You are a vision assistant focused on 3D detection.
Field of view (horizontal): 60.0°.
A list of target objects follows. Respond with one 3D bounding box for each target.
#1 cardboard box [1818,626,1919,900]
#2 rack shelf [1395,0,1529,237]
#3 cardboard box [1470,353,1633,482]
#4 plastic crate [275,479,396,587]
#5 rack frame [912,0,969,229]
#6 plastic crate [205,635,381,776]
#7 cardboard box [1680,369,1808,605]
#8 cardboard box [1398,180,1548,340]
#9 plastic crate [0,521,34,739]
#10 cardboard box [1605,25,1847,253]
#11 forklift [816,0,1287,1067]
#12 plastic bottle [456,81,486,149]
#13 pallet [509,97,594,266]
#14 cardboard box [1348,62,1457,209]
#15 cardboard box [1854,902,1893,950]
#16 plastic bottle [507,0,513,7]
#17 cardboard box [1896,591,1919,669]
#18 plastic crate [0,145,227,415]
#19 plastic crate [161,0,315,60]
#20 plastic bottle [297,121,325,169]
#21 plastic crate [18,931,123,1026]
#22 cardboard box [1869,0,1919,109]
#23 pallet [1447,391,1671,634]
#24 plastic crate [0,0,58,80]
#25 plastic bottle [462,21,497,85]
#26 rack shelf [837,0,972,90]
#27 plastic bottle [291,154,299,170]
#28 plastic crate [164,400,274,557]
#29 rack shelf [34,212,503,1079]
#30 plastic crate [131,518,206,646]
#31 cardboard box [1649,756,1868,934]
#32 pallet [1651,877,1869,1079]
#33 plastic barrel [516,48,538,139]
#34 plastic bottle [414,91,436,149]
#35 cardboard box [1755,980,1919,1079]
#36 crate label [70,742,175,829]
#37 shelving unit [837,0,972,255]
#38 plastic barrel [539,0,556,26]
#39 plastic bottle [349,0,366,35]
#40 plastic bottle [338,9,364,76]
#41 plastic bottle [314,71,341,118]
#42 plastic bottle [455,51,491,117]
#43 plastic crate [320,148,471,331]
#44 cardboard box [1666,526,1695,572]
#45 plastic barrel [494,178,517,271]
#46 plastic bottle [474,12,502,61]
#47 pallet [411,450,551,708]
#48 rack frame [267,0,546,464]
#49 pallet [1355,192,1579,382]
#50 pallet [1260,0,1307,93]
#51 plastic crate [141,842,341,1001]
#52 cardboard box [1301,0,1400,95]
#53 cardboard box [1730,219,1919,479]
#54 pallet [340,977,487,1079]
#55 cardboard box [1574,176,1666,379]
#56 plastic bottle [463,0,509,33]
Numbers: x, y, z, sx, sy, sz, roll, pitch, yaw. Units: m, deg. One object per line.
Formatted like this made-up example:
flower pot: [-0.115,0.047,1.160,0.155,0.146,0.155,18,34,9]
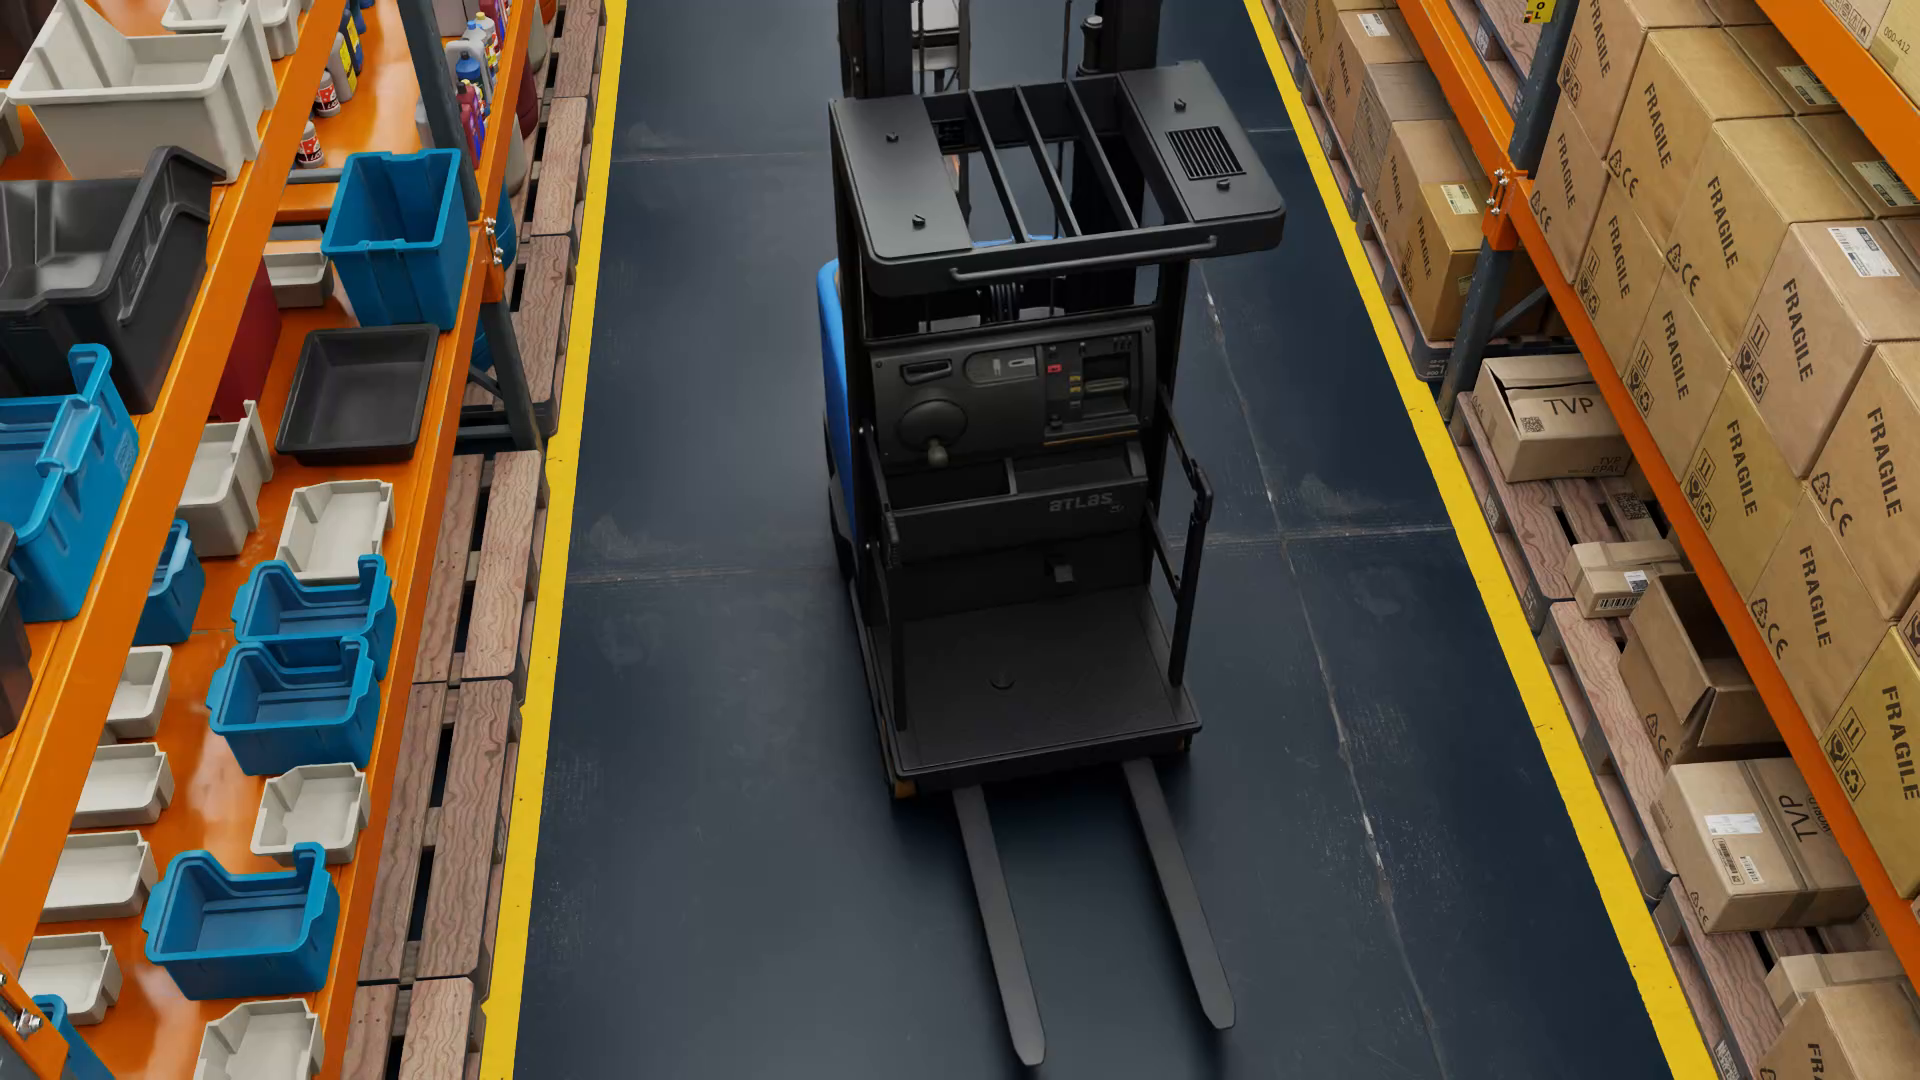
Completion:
cardboard box: [2.619,0.553,4.228,0.500,0.500,0.500,-3,47,-3]
rack shelf: [2.473,-2.824,7.990,1.077,0.370,4.000,-3,47,-3]
cardboard box: [2.460,-0.534,6.875,0.500,0.311,0.500,-3,47,-3]
plastic crate: [-1.851,-0.014,4.974,0.293,0.136,0.466,-3,47,-3]
rack frame: [-0.166,-1.171,6.549,0.400,2.100,0.015,-8,47,-8]
plastic crate: [-1.764,0.454,4.465,0.416,0.233,0.300,-3,47,-3]
cardboard box: [2.541,-0.173,4.915,0.500,0.500,0.500,-4,47,-4]
cardboard box: [2.313,-1.255,7.428,0.500,0.500,0.500,-4,47,-4]
plastic crate: [-1.716,0.286,2.573,0.497,0.269,0.590,-3,47,-3]
cardboard box: [2.443,-1.271,5.267,0.500,0.500,0.500,-5,47,-5]
forklift: [0.225,-0.377,5.224,1.130,2.935,3.031,-8,47,-8]
plastic bottle: [-1.913,-1.673,6.486,0.061,0.283,0.133,-3,47,-3]
pallet: [-2.425,-1.812,8.458,1.003,0.211,1.213,-3,47,-3]
cardboard box: [2.239,-1.976,8.111,0.500,0.500,0.500,-3,47,-3]
cardboard box: [3.170,1.292,5.188,0.500,0.250,0.500,-3,47,-3]
plastic bottle: [-2.052,-2.479,7.254,0.152,0.276,0.135,-3,47,-3]
cardboard box: [2.620,0.221,3.854,0.500,0.500,0.500,-2,47,-2]
plastic crate: [-1.815,-0.564,3.331,0.504,0.338,0.767,-3,47,-3]
plastic crate: [-1.811,-1.369,4.233,0.293,0.136,0.466,-3,47,-3]
plastic bottle: [-2.529,-1.544,6.420,0.097,0.201,0.097,0,47,0]
plastic crate: [-2.210,1.059,3.958,0.396,0.136,0.243,-3,47,-3]
cardboard box: [2.558,-1.152,3.949,0.500,0.250,0.500,-3,47,-3]
pallet: [2.697,-0.168,6.901,1.003,0.211,1.213,-3,47,-3]
plastic crate: [-2.465,-1.397,4.168,0.497,0.269,0.590,-3,47,-3]
plastic bottle: [-1.968,-1.990,6.794,0.097,0.271,0.097,0,47,0]
rack shelf: [-0.215,-1.817,6.215,0.431,0.518,0.480,-8,47,-8]
plastic bottle: [-2.651,-1.549,6.373,0.152,0.276,0.135,-3,47,-3]
plastic crate: [-2.352,-0.190,5.040,0.437,0.282,0.530,-3,47,-3]
rack shelf: [-2.129,0.369,4.967,1.077,0.370,4.000,-3,47,-3]
plastic crate: [-2.389,0.135,4.767,0.416,0.233,0.300,-3,47,-3]
cardboard box: [2.634,0.997,5.467,0.500,0.250,0.500,-3,47,-3]
pallet: [2.901,1.597,5.229,1.003,0.211,1.213,-3,47,-3]
plastic barrel: [-2.479,-2.365,8.432,0.600,0.588,0.708,-3,47,-3]
plastic bottle: [-2.006,-1.612,6.382,0.144,0.351,0.185,-3,47,-3]
cardboard box: [2.684,1.600,4.724,0.500,0.500,0.500,-3,47,-3]
crate label: [-2.268,0.649,4.346,0.396,0.136,0.243,-3,47,-3]
shelving unit: [-0.215,-1.345,6.714,0.431,2.100,0.503,-8,47,-8]
plastic barrel: [-2.573,-3.265,9.118,0.600,0.830,0.708,-3,47,-3]
plastic bottle: [-2.613,-2.295,7.082,0.097,0.271,0.097,0,47,0]
plastic bottle: [-2.571,-2.096,6.840,0.144,0.351,0.185,-3,47,-3]
plastic bottle: [-2.559,-1.808,6.670,0.097,0.201,0.097,0,47,0]
plastic bottle: [-1.949,-1.822,6.635,0.097,0.271,0.097,0,47,0]
plastic crate: [-1.917,-1.024,5.760,0.392,0.384,0.575,-3,47,-3]
cardboard box: [3.033,0.087,6.287,0.500,0.311,0.500,-3,47,-3]
plastic barrel: [-2.384,-1.656,7.544,0.600,0.901,0.708,-3,47,-3]
plastic bottle: [-1.985,-2.107,6.953,0.097,0.201,0.097,0,47,0]
pallet: [-2.196,0.163,6.587,1.003,0.211,1.213,-3,47,-3]
rack frame: [-2.296,-1.326,6.076,1.000,3.000,0.127,-3,47,-3]
pallet: [2.534,-1.251,7.926,1.003,0.211,1.213,-3,47,-3]
pallet: [2.330,-3.017,9.598,1.003,0.211,1.213,-3,47,-3]
plastic crate: [-1.709,0.930,4.013,0.416,0.233,0.300,-3,47,-3]
cardboard box: [2.145,-2.722,8.817,0.500,0.500,0.500,-4,47,-4]
cardboard box: [2.529,-0.525,4.561,0.500,0.500,0.500,-2,47,-2]
pallet: [-1.992,1.928,4.915,1.003,0.211,1.213,-3,47,-3]
cardboard box: [2.457,-0.903,5.607,0.500,0.500,0.500,-3,47,-3]
plastic bottle: [-2.033,-2.311,7.095,0.152,0.276,0.135,-3,47,-3]
